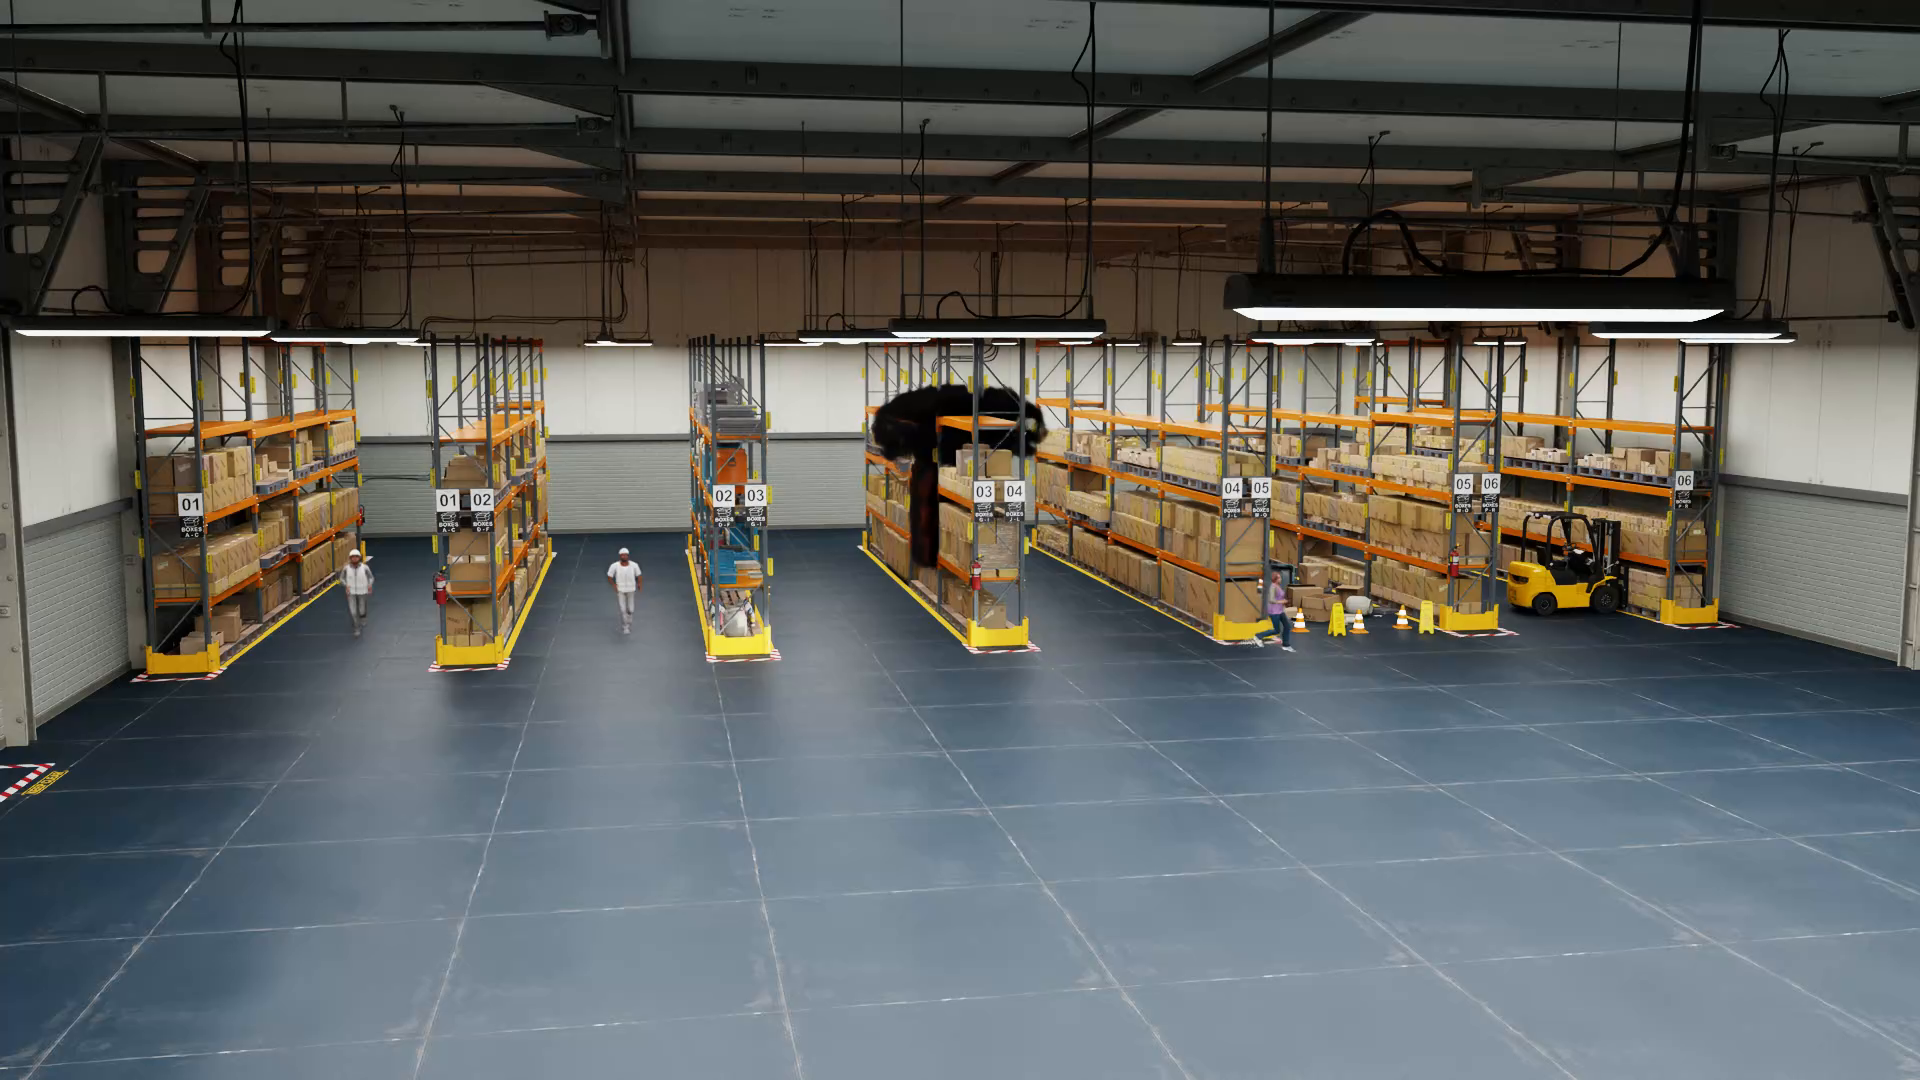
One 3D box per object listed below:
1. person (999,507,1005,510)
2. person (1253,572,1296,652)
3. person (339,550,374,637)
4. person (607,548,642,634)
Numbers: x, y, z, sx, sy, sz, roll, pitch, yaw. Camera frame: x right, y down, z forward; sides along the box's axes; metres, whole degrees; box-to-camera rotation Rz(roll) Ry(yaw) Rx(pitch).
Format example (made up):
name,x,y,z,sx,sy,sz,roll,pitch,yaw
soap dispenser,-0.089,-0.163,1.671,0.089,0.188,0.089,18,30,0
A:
name,x,y,z,sx,sy,sz,roll,pitch,yaw
person,1.327,-0.689,48.991,0.676,1.712,0.648,4,8,32
person,5.947,1.372,31.458,0.782,1.572,0.569,3,7,24
person,-12.092,1.058,33.351,0.651,1.731,0.585,-2,7,-17
person,-6.794,1.020,33.696,0.702,1.726,0.598,-2,7,-17
